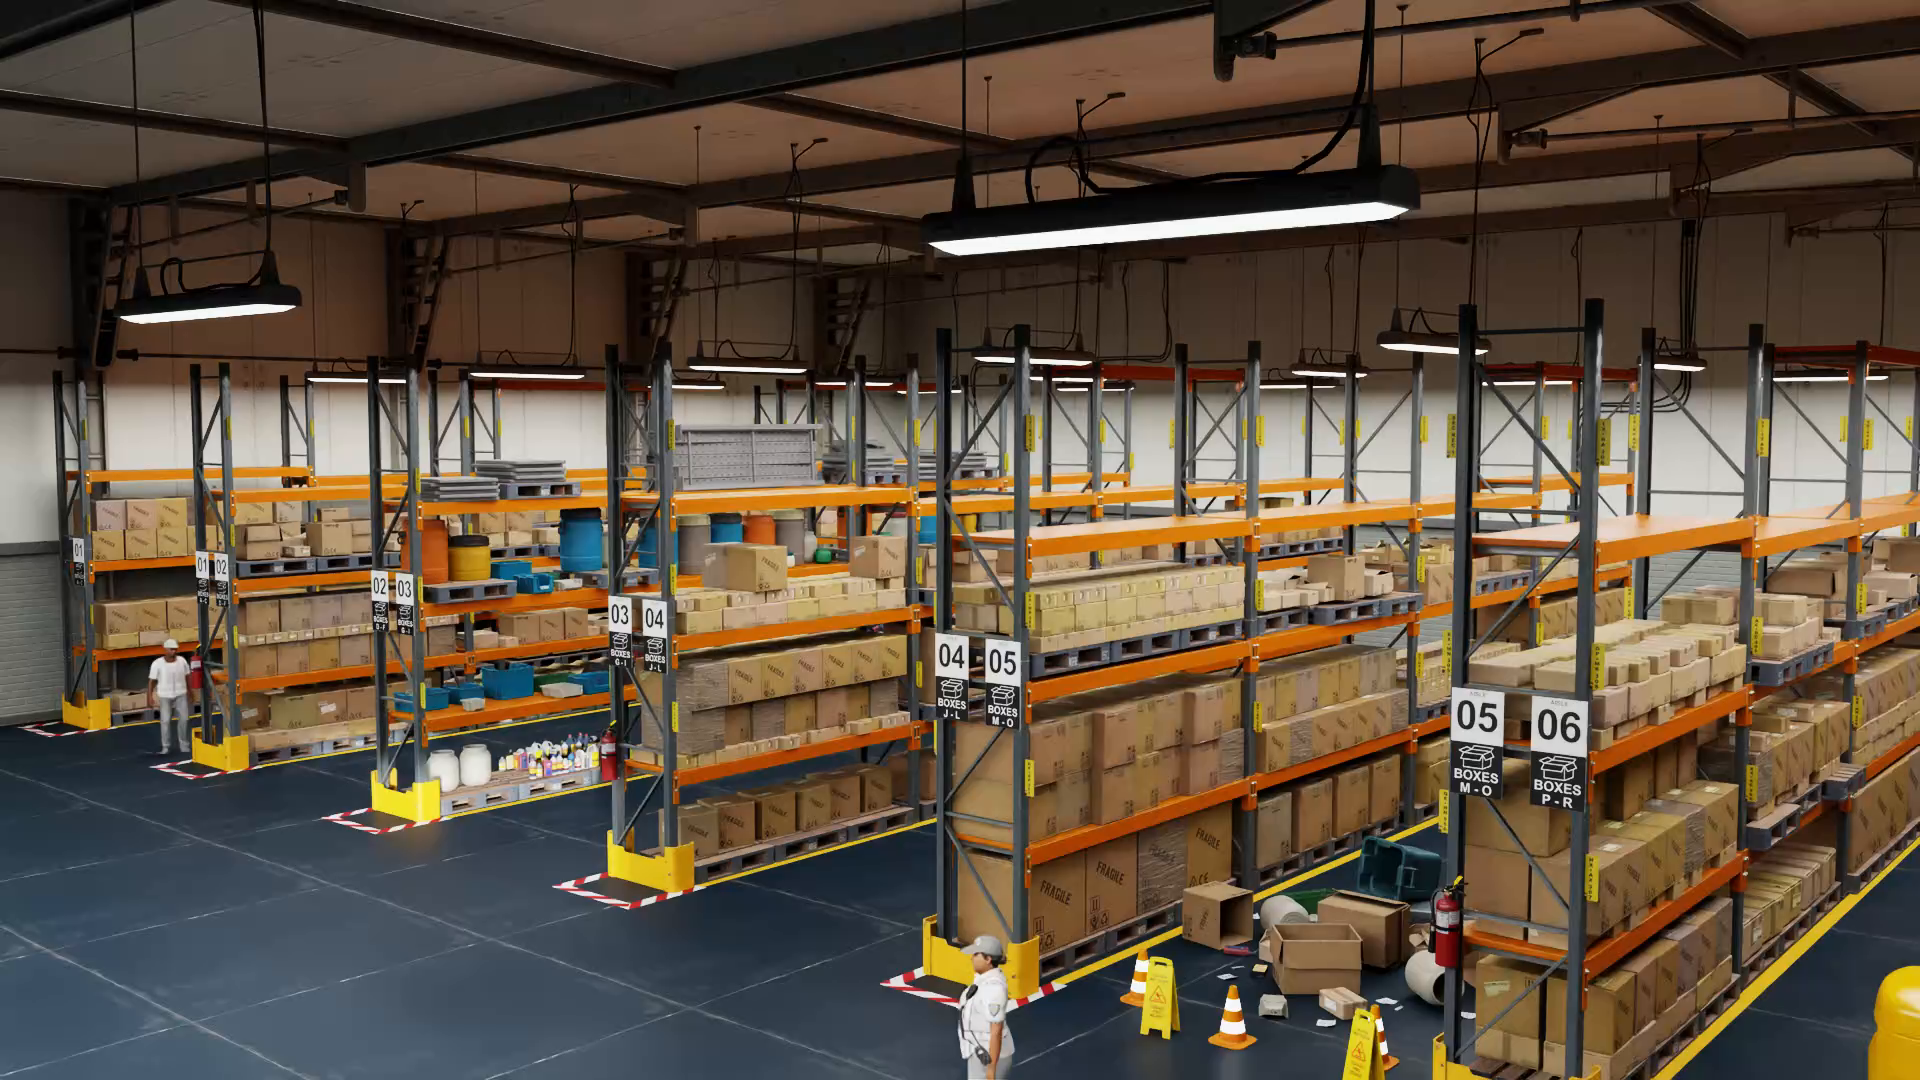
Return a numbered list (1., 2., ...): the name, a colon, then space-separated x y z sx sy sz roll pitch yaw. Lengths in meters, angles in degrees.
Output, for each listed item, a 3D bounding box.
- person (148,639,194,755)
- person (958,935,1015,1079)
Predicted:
1. person: -12.249 2.461 25.831 0.658 1.847 0.378 -3 5 -39
2. person: 0.168 3.522 11.315 0.399 1.684 0.515 0 4 -2
